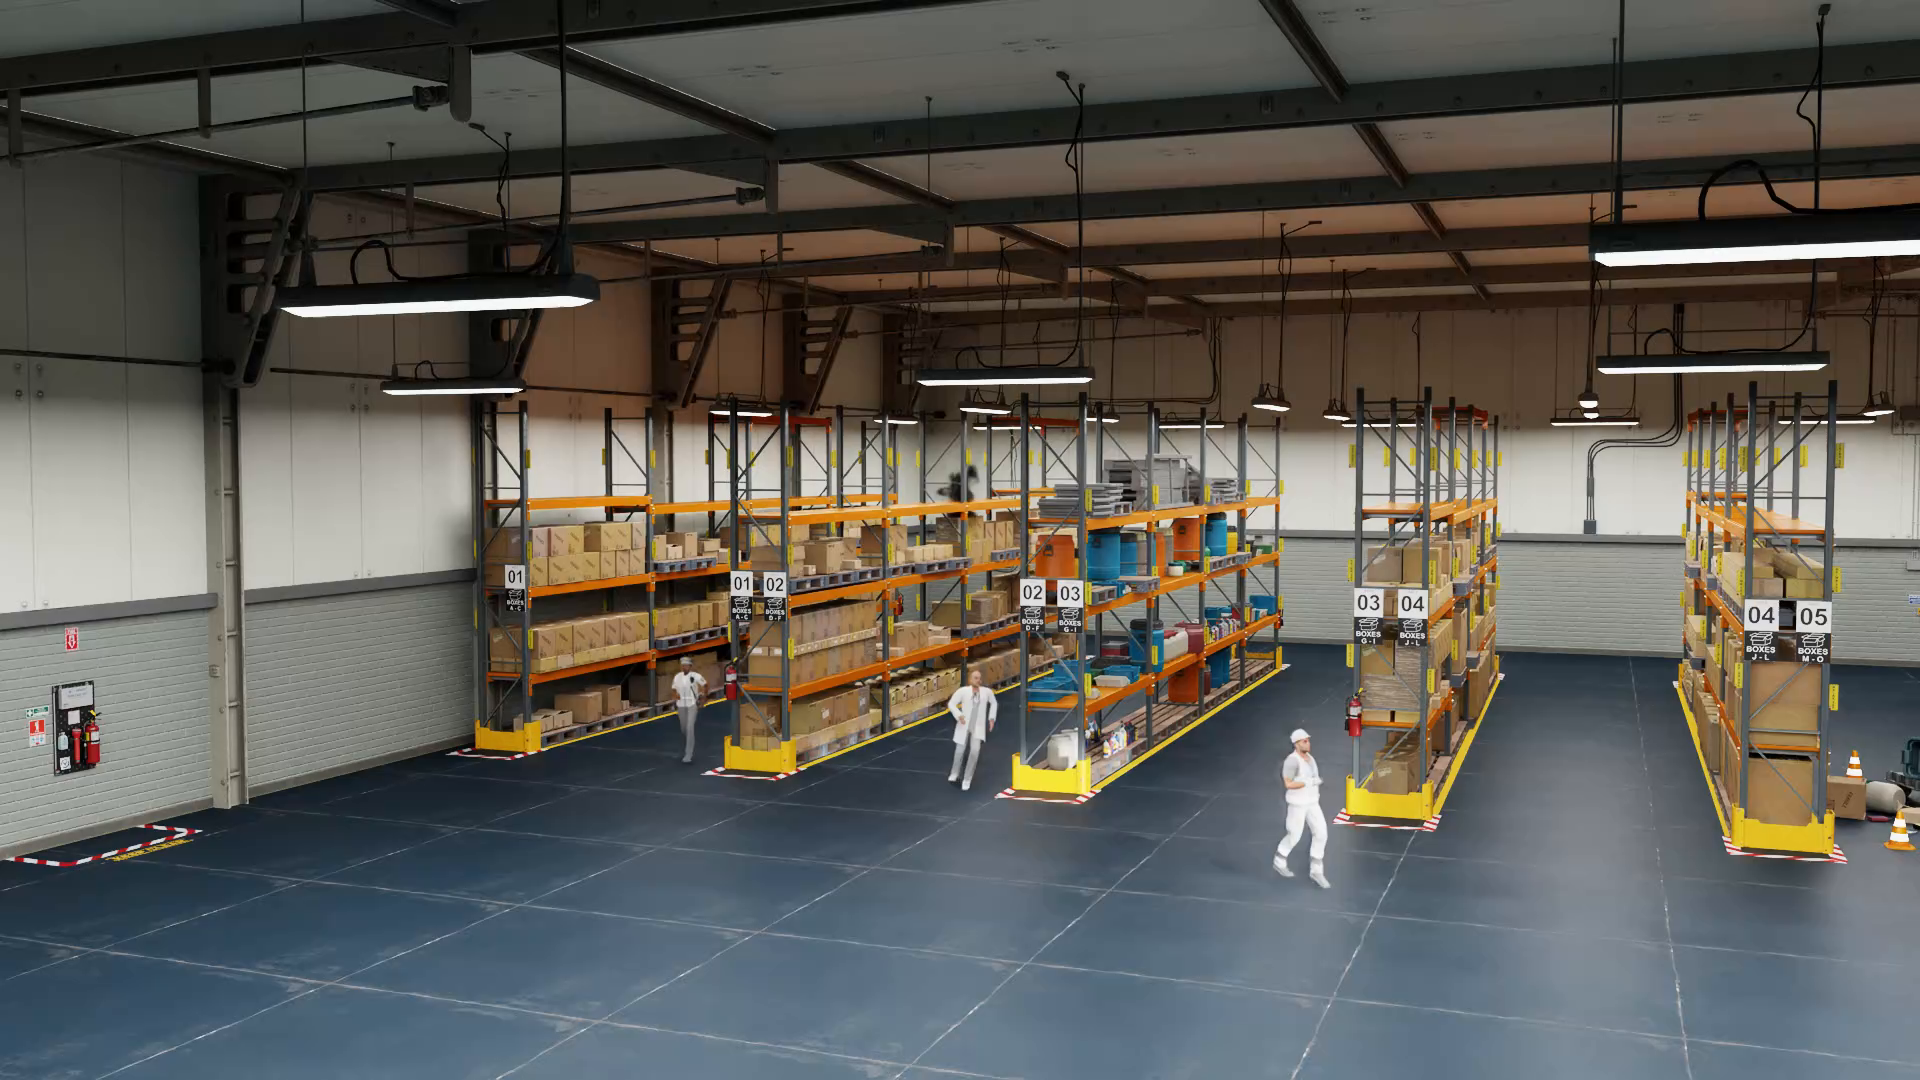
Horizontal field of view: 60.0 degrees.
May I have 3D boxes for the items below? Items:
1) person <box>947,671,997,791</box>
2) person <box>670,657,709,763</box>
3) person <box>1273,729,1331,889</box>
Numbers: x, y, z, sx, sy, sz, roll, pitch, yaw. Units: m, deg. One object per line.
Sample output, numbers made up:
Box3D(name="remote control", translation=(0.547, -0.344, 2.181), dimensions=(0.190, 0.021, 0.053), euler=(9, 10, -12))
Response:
Box3D(name="person", translation=(0.191, 2.908, 25.442), dimensions=(0.770, 1.789, 0.754), euler=(0, 3, -2))
Box3D(name="person", translation=(-4.532, 2.796, 27.749), dimensions=(0.625, 1.720, 0.887), euler=(1, 3, 10))
Box3D(name="person", translation=(4.017, 3.139, 19.559), dimensions=(0.632, 1.832, 0.765), euler=(-2, 3, -37))
